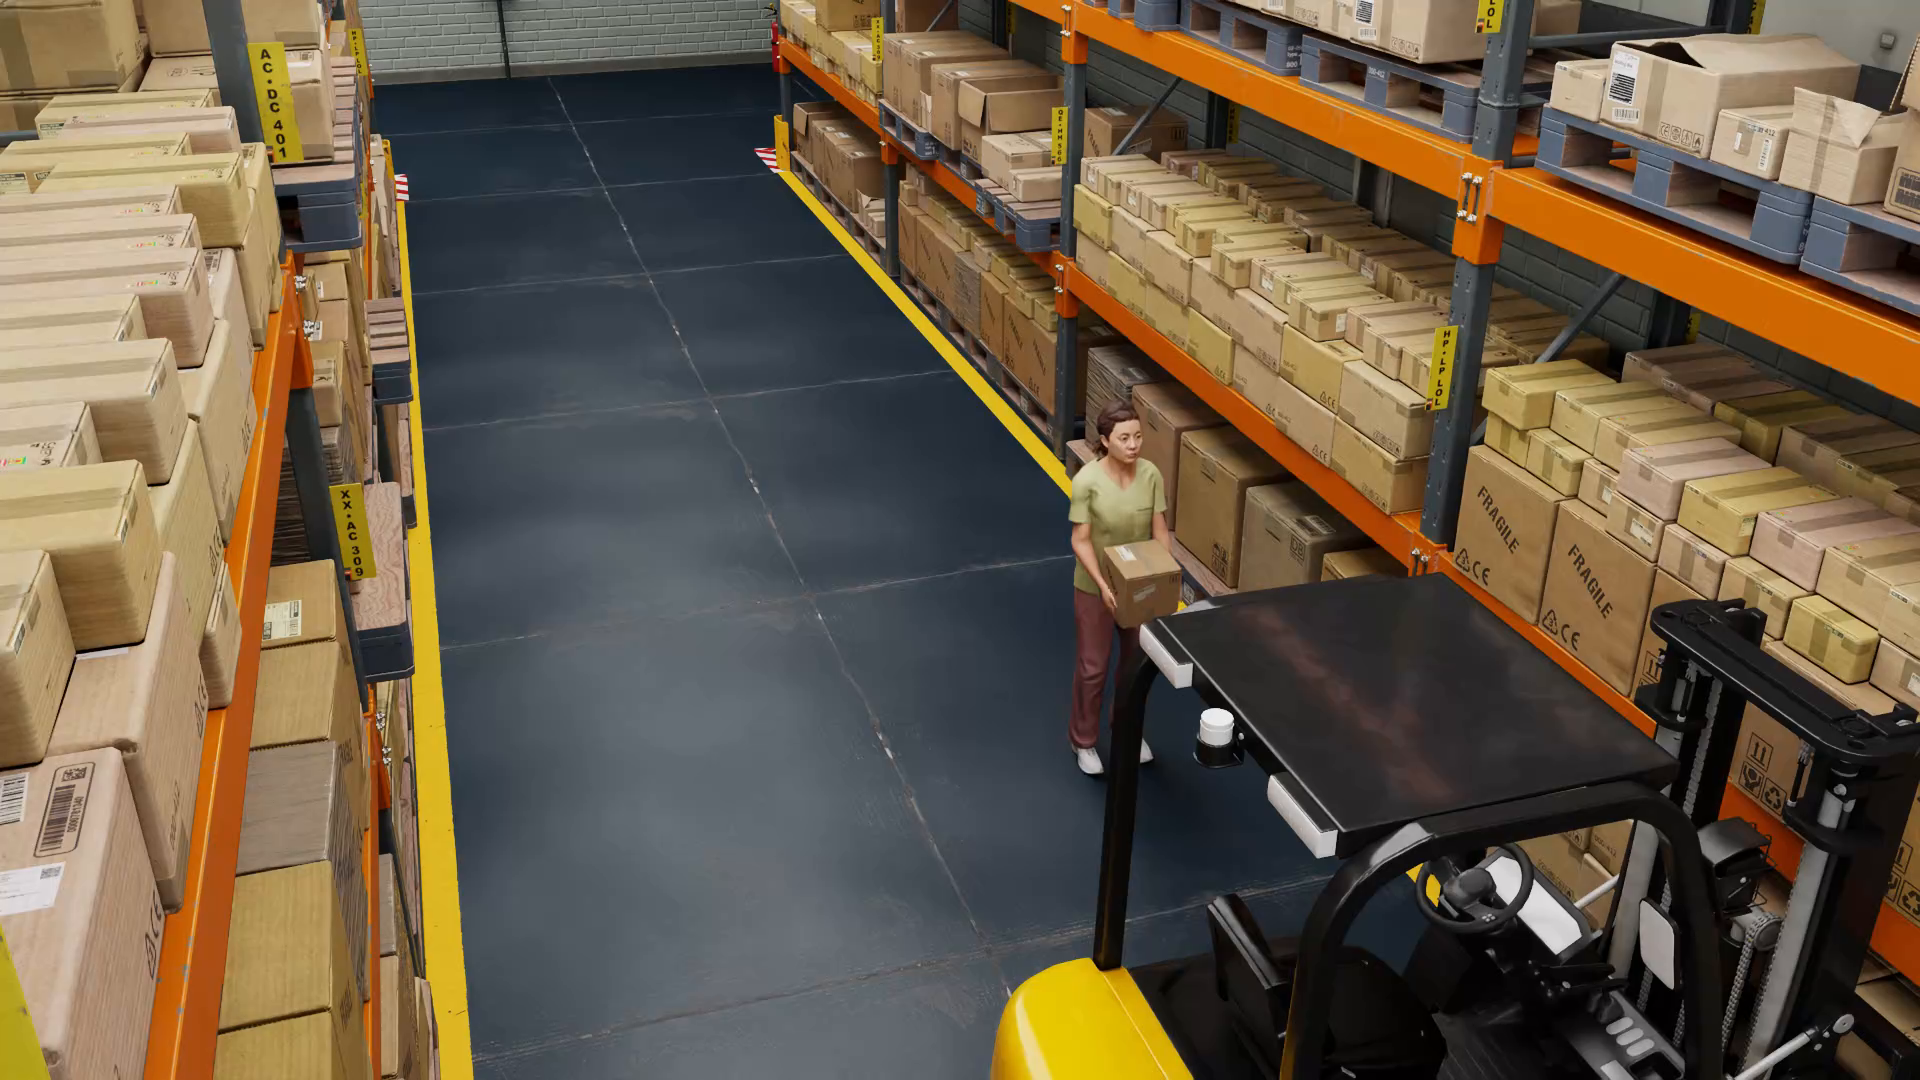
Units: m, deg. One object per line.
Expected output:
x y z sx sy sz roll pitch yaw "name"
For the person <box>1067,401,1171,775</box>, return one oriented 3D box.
0.693 0.228 7.157 0.452 1.672 0.523 -8 28 -16 "person"
